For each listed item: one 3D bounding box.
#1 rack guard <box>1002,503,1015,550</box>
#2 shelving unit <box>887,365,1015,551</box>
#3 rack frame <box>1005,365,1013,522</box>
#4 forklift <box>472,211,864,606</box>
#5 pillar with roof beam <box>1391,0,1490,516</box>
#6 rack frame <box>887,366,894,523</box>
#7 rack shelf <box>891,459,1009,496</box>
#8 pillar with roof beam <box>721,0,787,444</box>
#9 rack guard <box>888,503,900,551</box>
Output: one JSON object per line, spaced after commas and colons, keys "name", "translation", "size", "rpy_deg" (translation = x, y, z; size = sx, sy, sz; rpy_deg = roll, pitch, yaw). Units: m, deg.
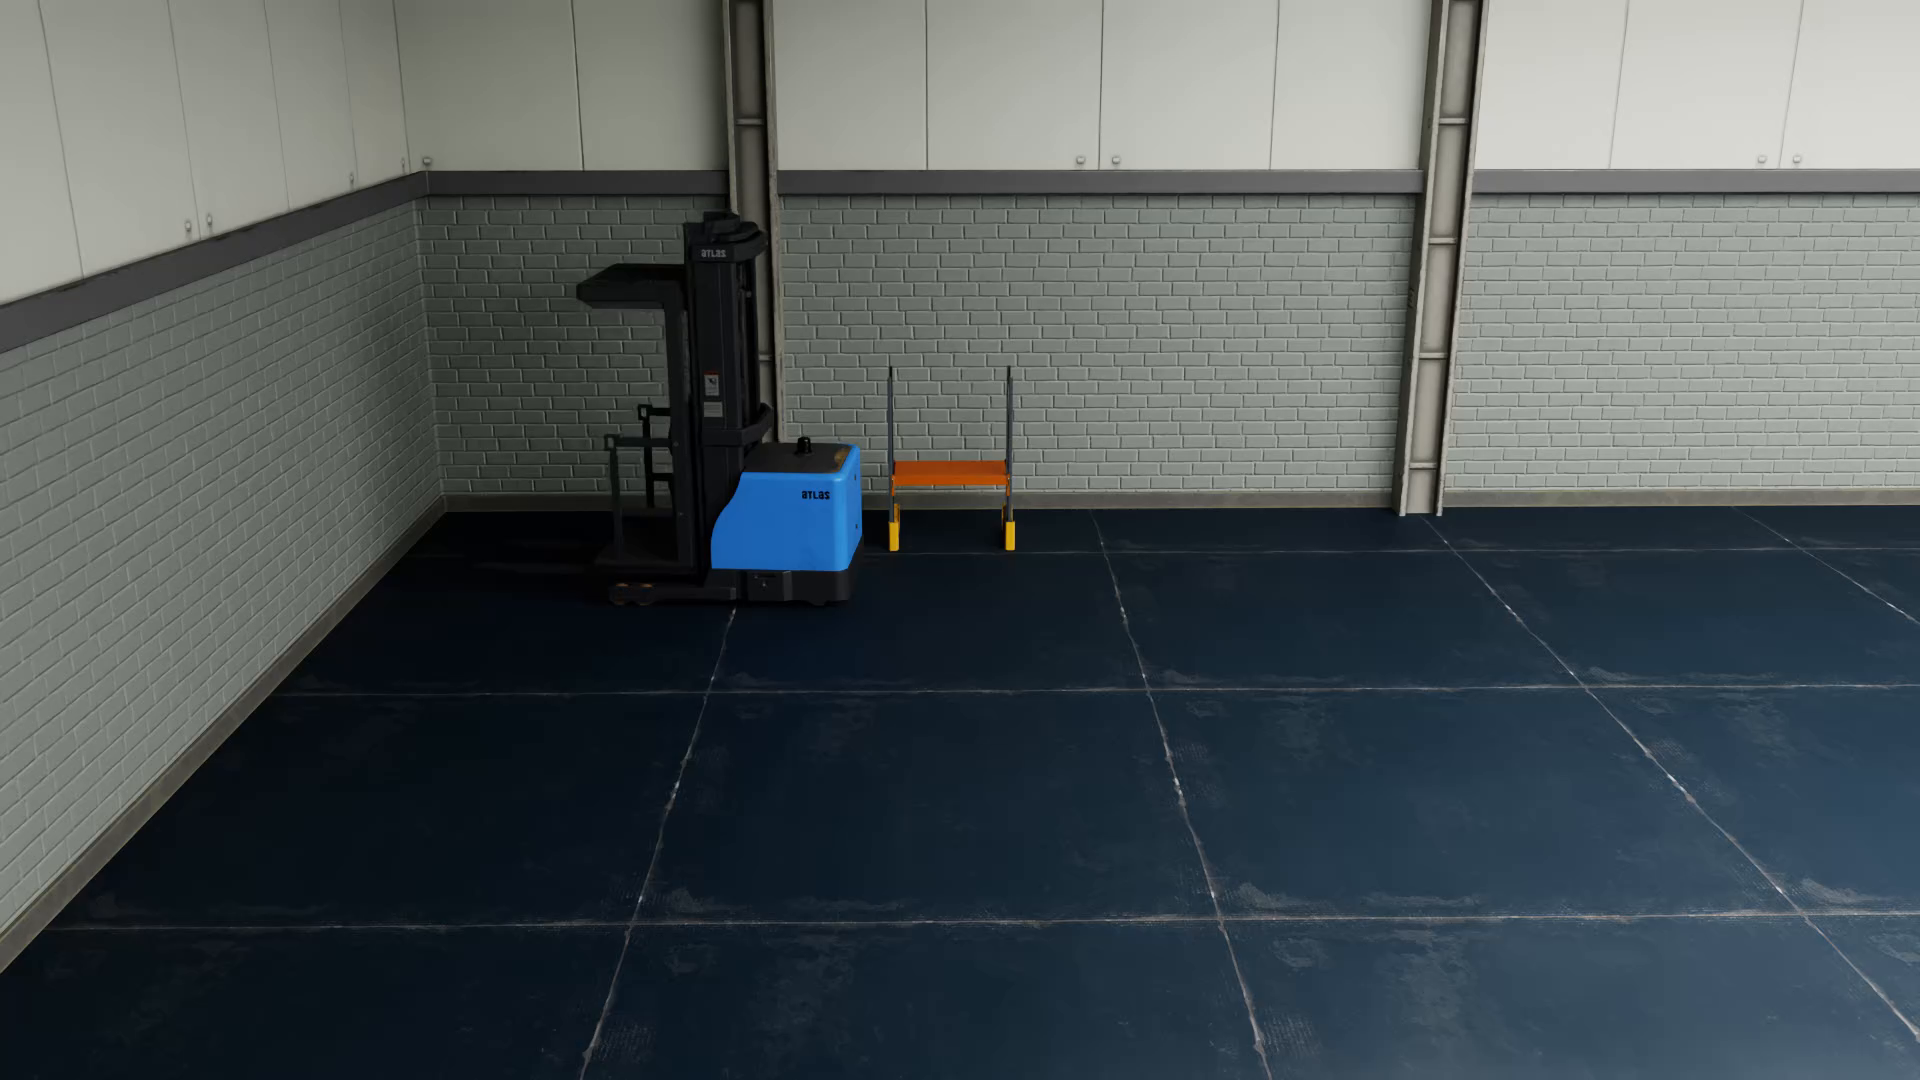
{"name": "rack guard", "translation": [0.422, -0.121, 14.516], "size": [0.087, 0.250, 0.587], "rpy_deg": [0, 18, -1]}
{"name": "shelving unit", "translation": [-0.076, -0.714, 14.317], "size": [1.083, 1.500, 0.587], "rpy_deg": [0, 18, -1]}
{"name": "rack frame", "translation": [0.423, -0.716, 14.325], "size": [0.032, 1.500, 0.500], "rpy_deg": [0, 18, -1]}
{"name": "forklift", "translation": [-2.334, -1.045, 13.007], "size": [3.031, 2.935, 1.130], "rpy_deg": [1, 18, 4]}
{"name": "pillar with roof beam", "translation": [4.287, -3.239, 9.913], "size": [0.400, 9.000, 9.100], "rpy_deg": [0, 18, -1]}
{"name": "rack frame", "translation": [-0.594, -0.711, 14.310], "size": [0.032, 1.500, 0.500], "rpy_deg": [0, 18, -1]}
{"name": "rack shelf", "translation": [-0.085, -0.542, 14.372], "size": [1.000, 0.185, 0.538], "rpy_deg": [0, 18, -1]}
{"name": "pillar with roof beam", "translation": [-1.712, -3.210, 9.822], "size": [0.400, 9.000, 9.100], "rpy_deg": [0, 18, -1]}
{"name": "rack guard", "translation": [-0.574, -0.116, 14.501], "size": [0.087, 0.250, 0.587], "rpy_deg": [0, 18, -1]}
